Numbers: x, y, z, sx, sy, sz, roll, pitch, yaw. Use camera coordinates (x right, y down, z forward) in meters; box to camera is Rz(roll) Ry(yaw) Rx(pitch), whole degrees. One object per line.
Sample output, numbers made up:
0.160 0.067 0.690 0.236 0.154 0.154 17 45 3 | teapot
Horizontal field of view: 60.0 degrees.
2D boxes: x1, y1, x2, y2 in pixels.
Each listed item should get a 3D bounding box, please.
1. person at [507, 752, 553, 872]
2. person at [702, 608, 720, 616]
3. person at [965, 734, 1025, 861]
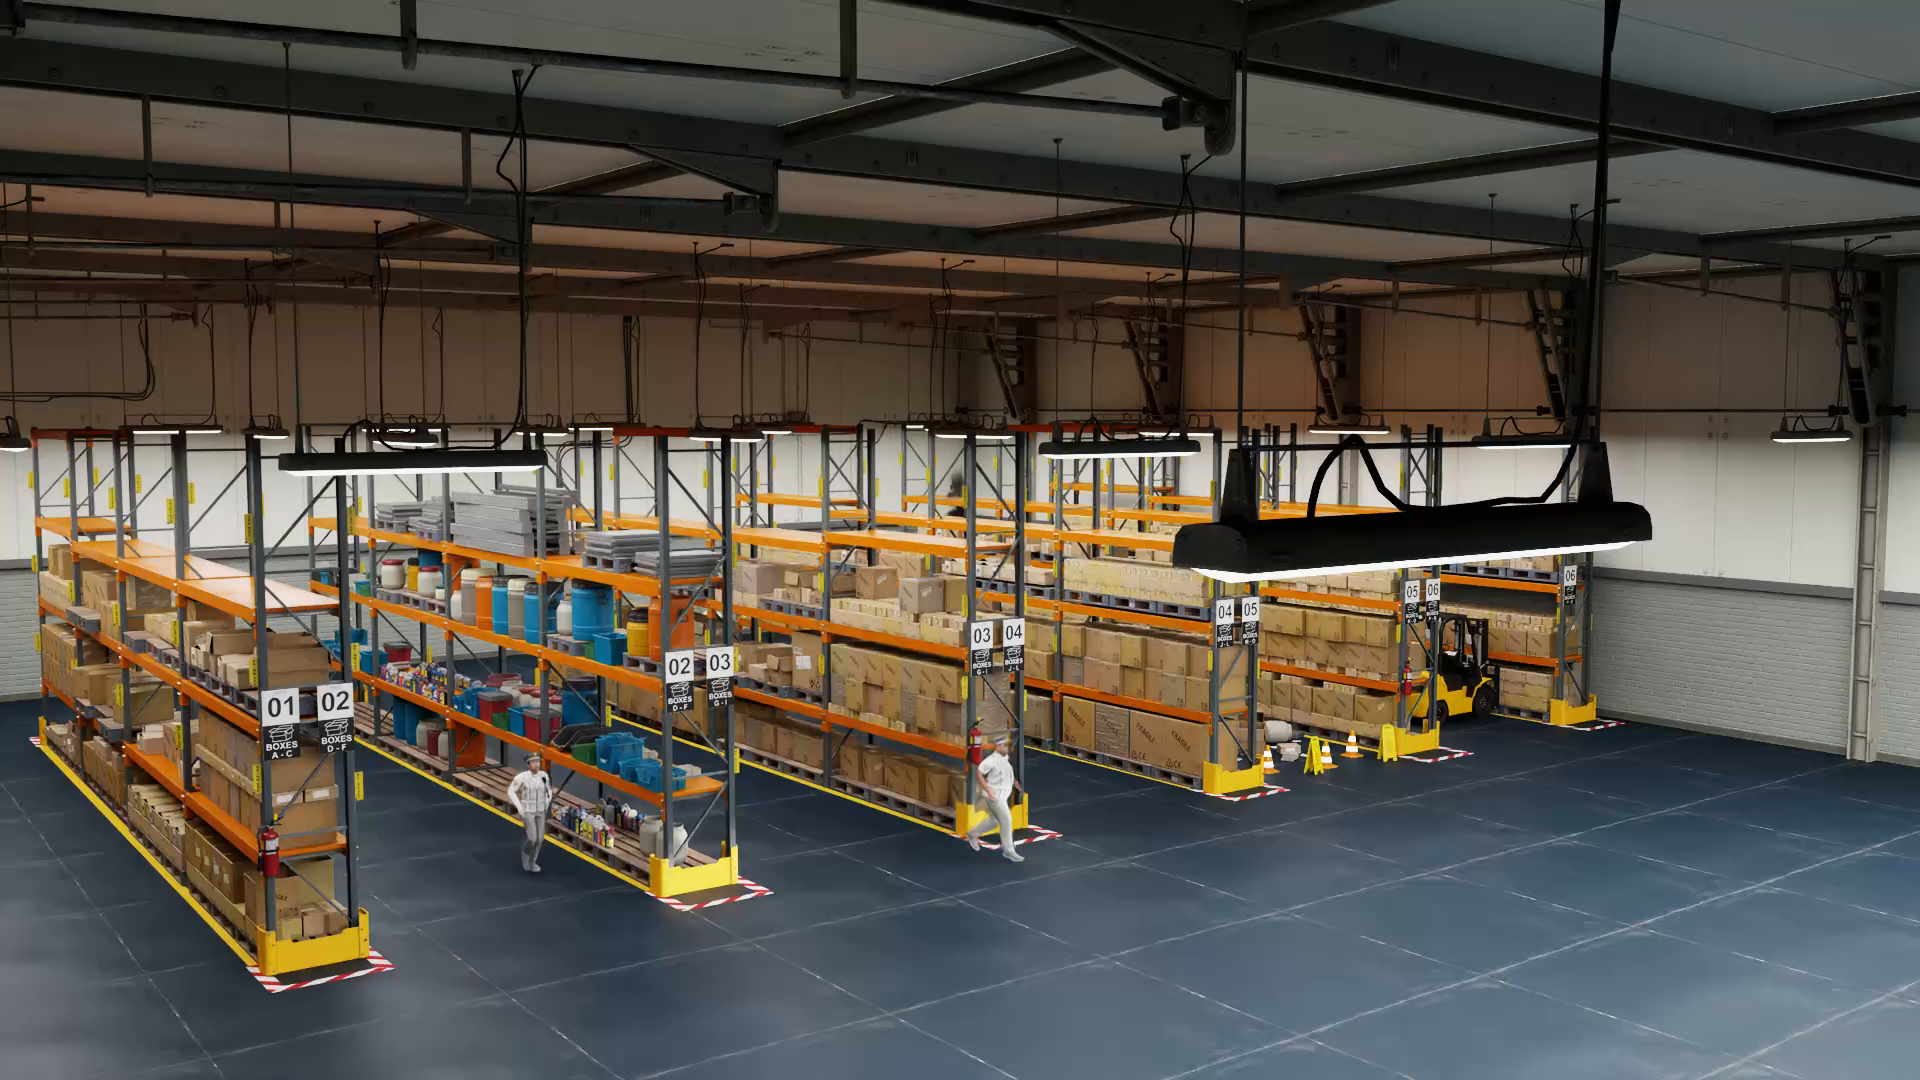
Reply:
-5.806 3.718 22.678 0.596 1.676 0.493 -3 6 -37 | person
-6.164 2.326 40.560 0.693 1.649 0.924 1 5 15 | person
0.483 3.613 23.501 0.937 1.781 0.637 2 5 19 | person
